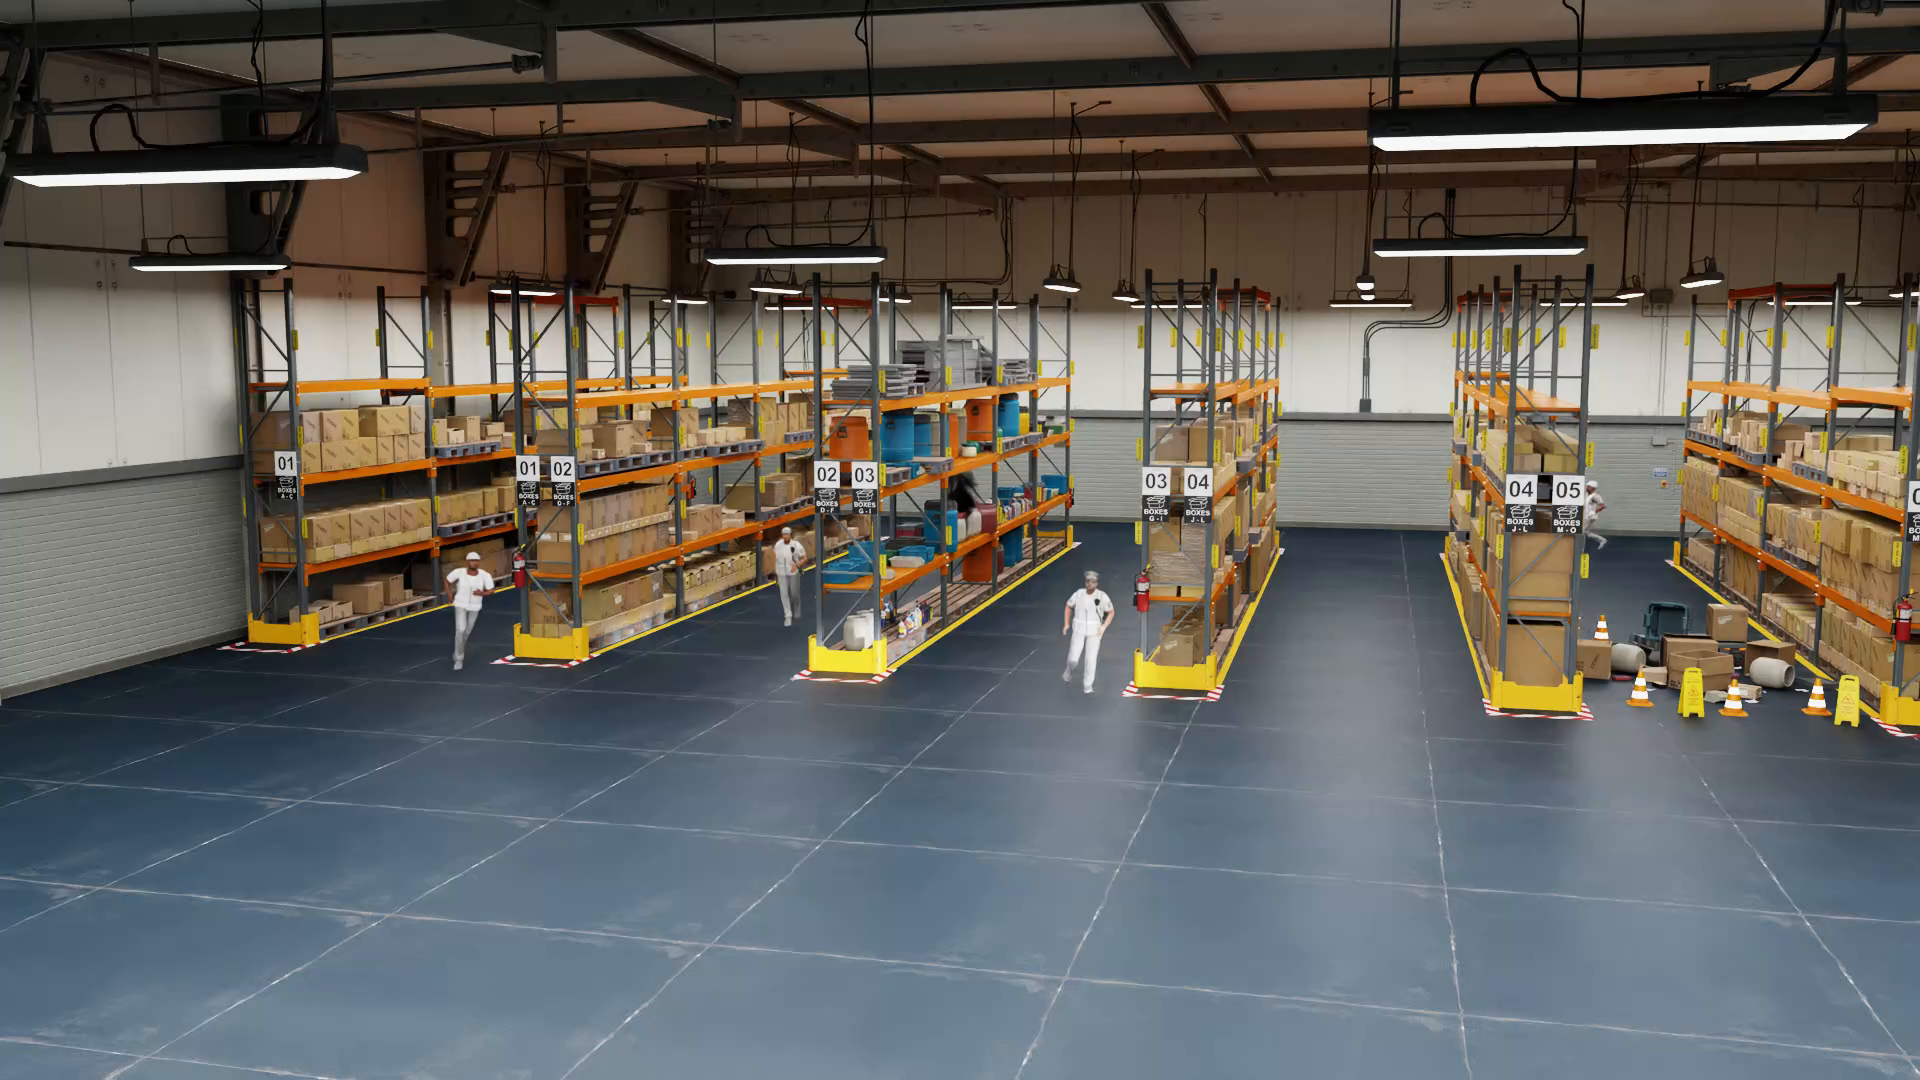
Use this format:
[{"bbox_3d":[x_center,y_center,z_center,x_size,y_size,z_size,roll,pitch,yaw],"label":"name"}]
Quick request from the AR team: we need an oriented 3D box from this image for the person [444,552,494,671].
[{"bbox_3d":[-7.572,1.066,25.717,0.704,1.797,0.811,-4,8,-28],"label":"person"}]

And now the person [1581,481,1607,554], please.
[{"bbox_3d":[14.620,-0.495,38.563,0.881,1.762,0.680,0,7,4],"label":"person"}]

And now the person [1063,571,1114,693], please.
[{"bbox_3d":[1.842,1.301,23.871,0.739,1.739,0.637,1,7,7],"label":"person"}]

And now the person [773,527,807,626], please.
[{"bbox_3d":[-2.949,0.599,28.735,0.630,1.662,0.881,1,7,8],"label":"person"}]
